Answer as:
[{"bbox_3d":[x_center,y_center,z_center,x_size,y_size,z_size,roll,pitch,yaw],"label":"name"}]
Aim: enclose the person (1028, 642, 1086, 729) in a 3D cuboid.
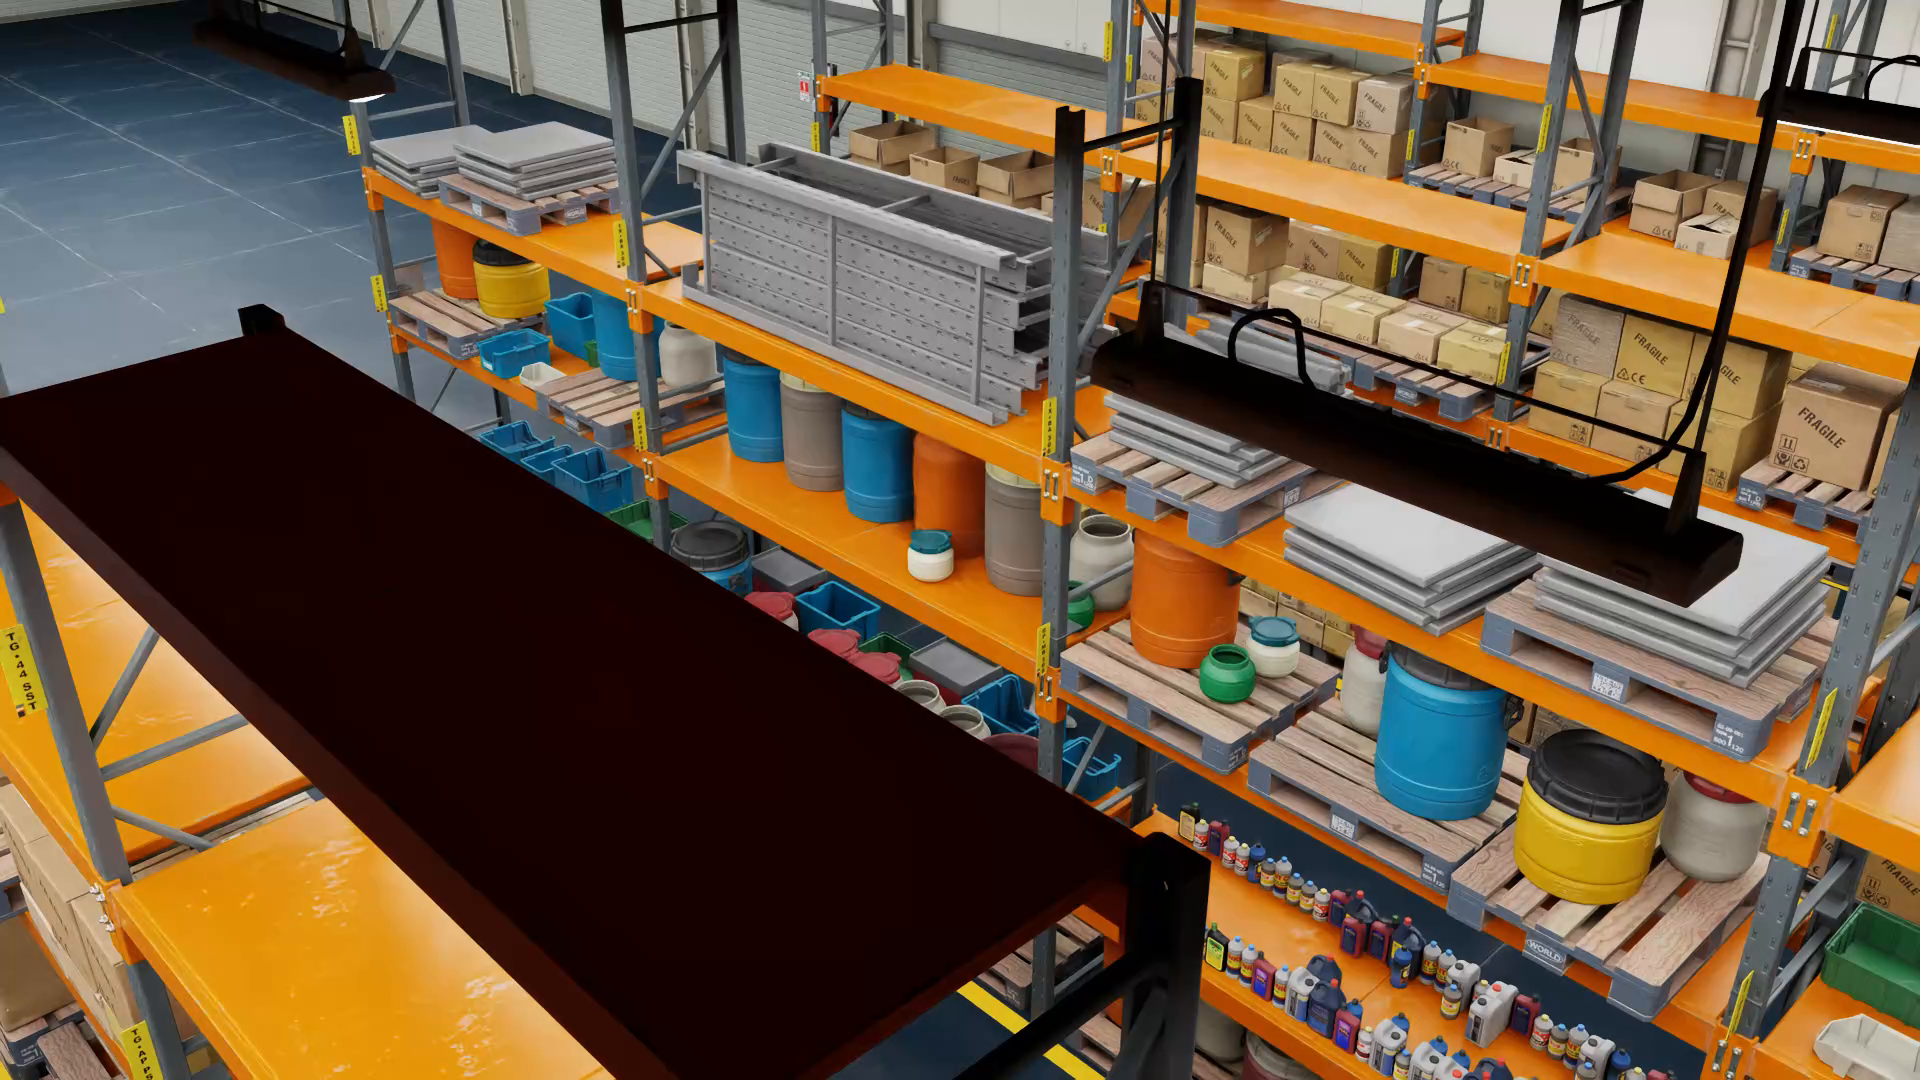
[{"bbox_3d":[0.869,0.758,13.572,0.600,1.757,0.489,-17,33,-29],"label":"person"}]
